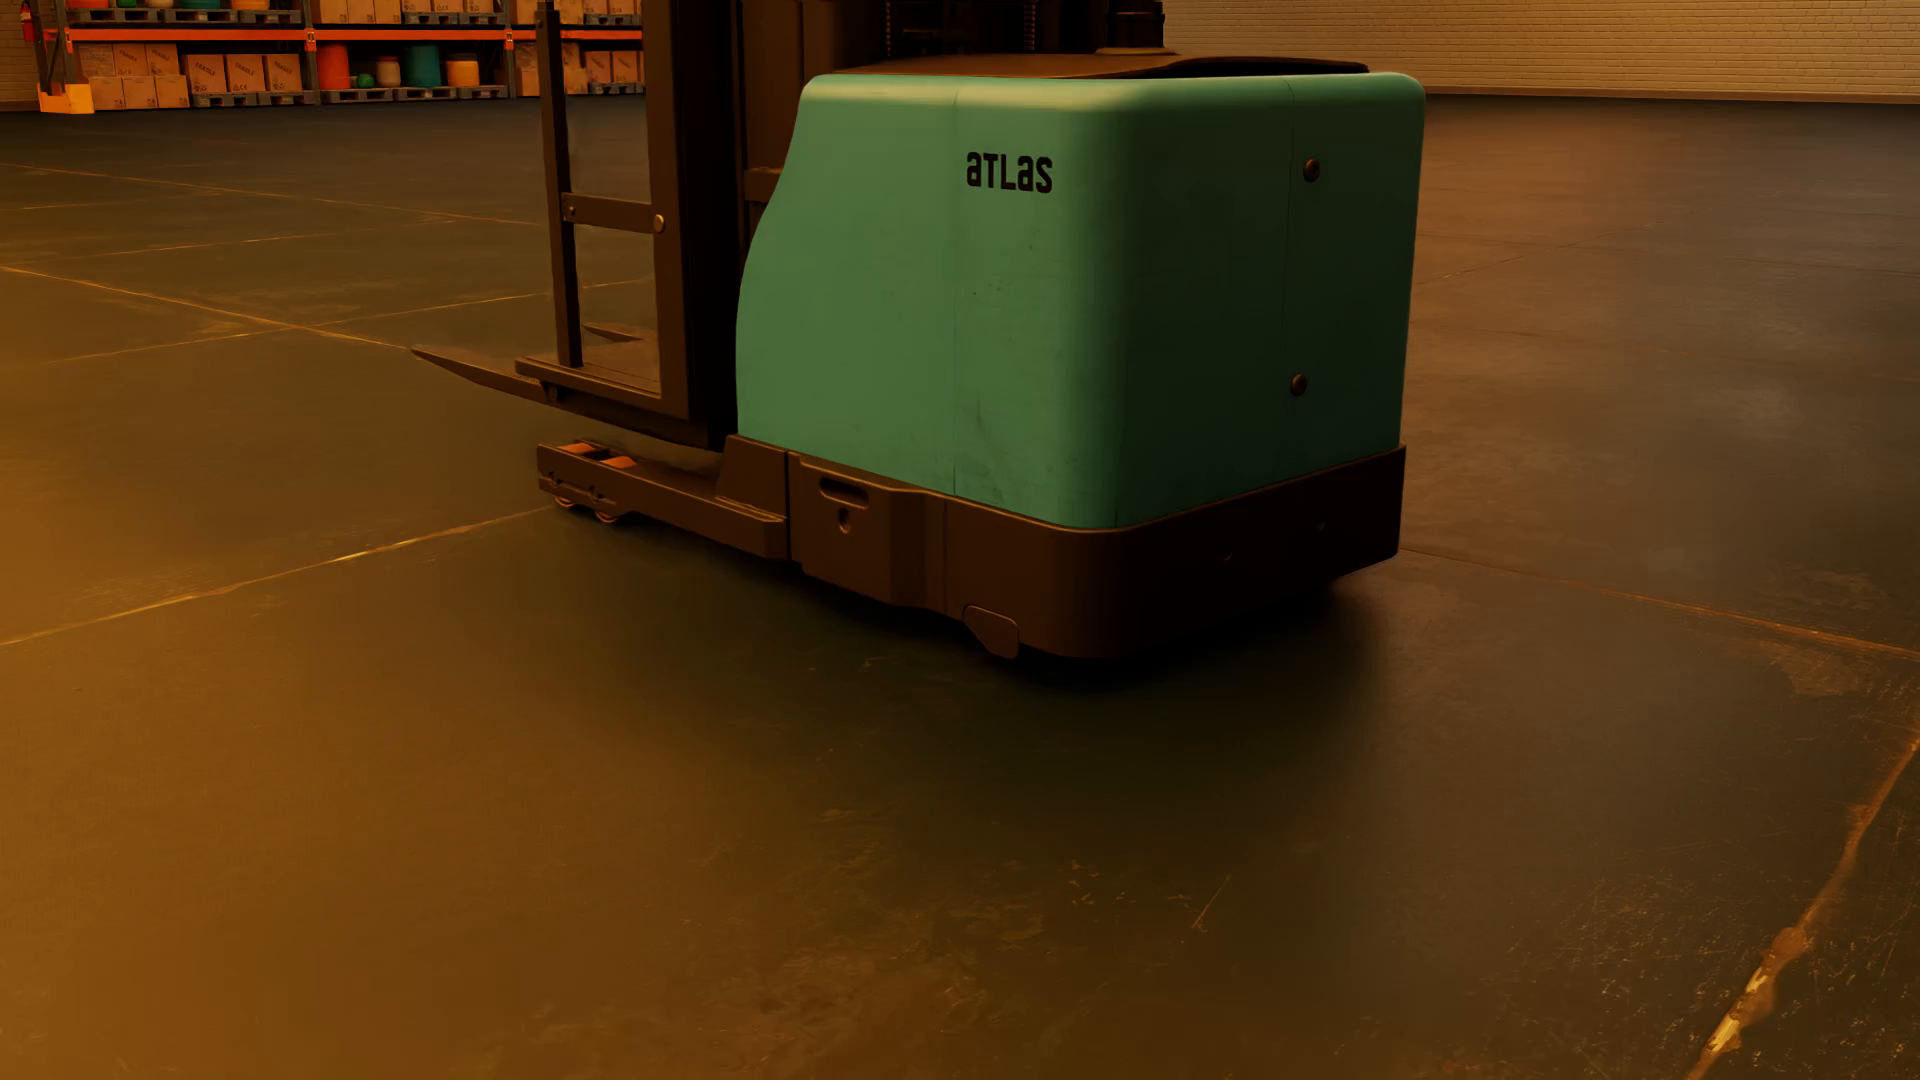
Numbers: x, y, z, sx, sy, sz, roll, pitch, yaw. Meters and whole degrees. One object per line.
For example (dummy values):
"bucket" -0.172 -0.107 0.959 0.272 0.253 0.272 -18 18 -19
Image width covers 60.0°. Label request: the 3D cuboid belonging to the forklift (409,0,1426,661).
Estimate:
"forklift" -0.422 -1.531 3.939 1.130 2.935 3.031 -15 23 -41
